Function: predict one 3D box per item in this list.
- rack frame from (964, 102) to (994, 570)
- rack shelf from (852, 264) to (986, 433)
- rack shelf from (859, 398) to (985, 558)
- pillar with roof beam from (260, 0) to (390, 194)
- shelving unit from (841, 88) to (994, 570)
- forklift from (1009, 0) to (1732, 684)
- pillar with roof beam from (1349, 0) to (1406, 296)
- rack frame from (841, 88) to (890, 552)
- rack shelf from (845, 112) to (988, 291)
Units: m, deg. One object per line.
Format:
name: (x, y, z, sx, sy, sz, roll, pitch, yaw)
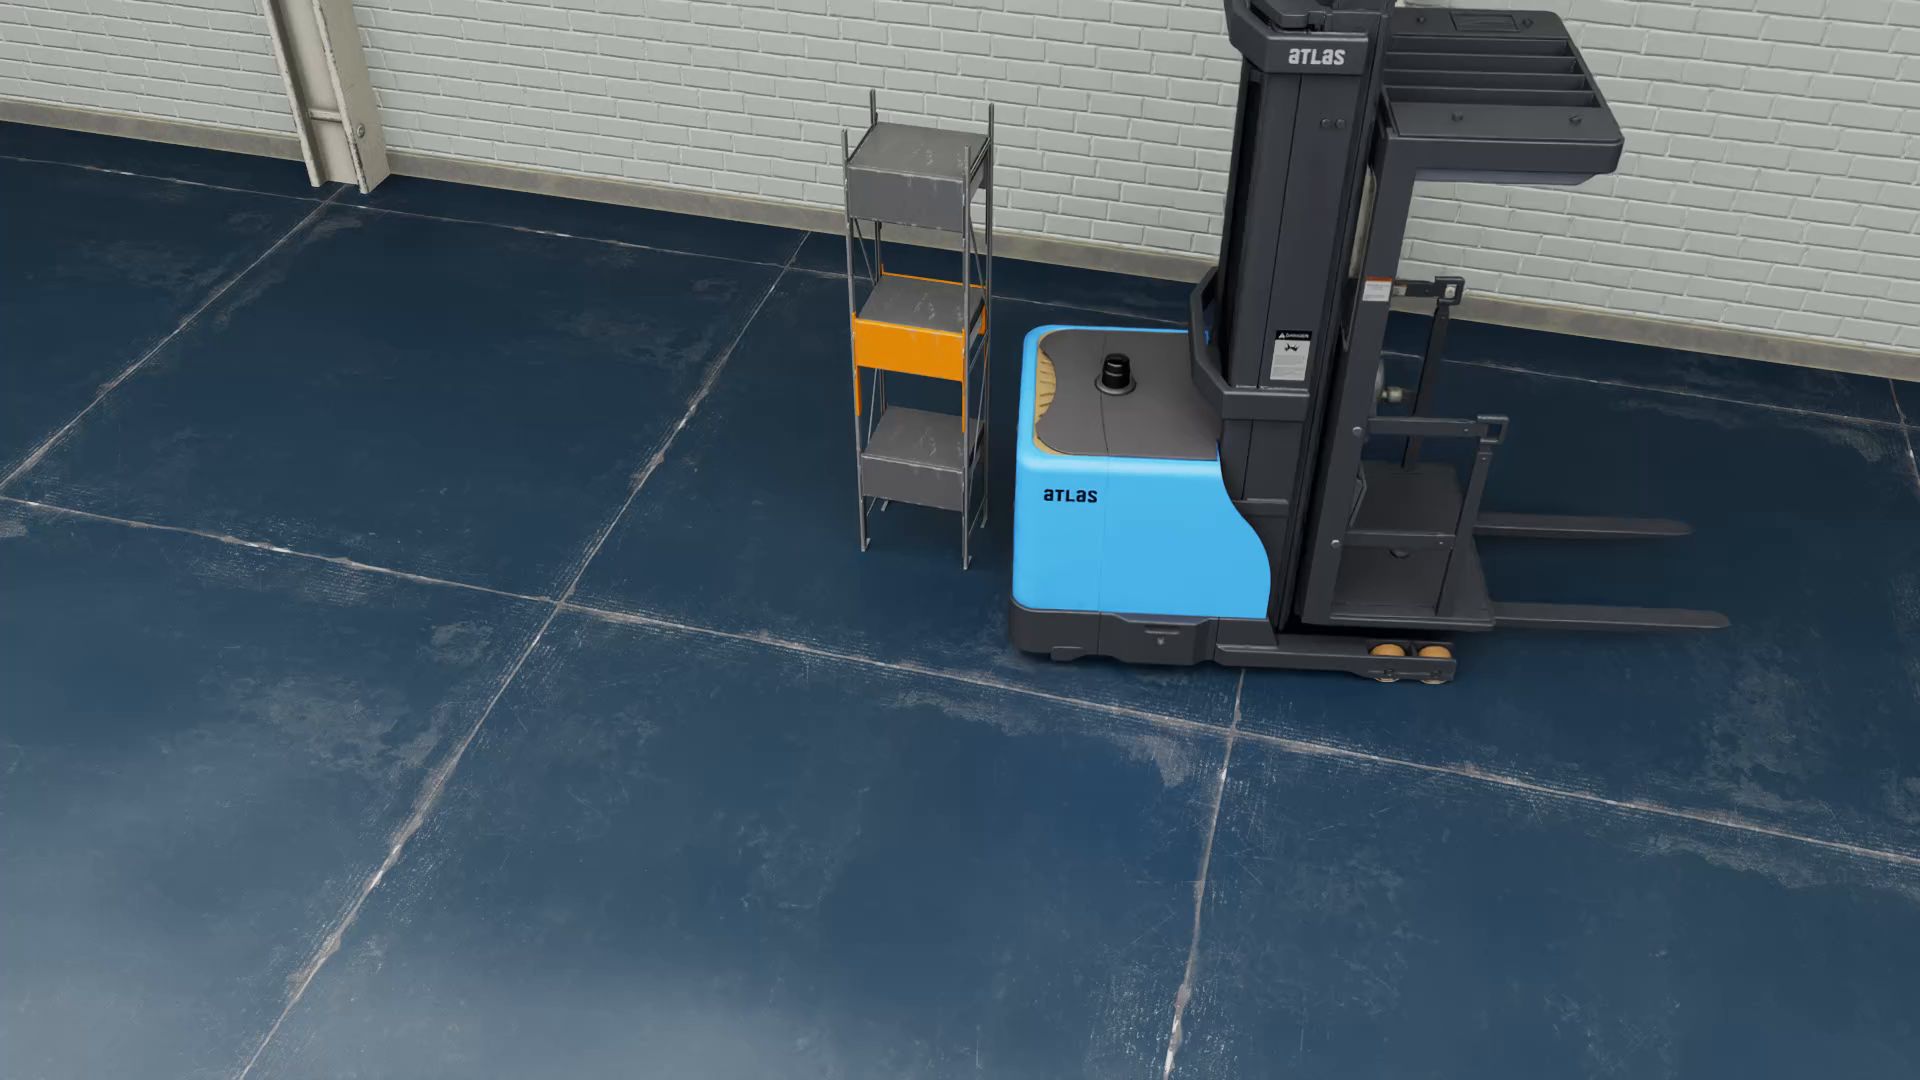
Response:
rack frame: (0.076, -0.791, 7.059, 0.015, 2.100, 0.400, 10, 41, 11)
rack shelf: (-0.160, -0.821, 7.116, 0.480, 0.518, 0.431, 10, 41, 11)
rack shelf: (-0.160, -0.285, 7.566, 0.480, 0.518, 0.431, 10, 41, 11)
pillar with roof beam: (-4.935, -3.047, 4.381, 0.400, 9.000, 9.100, 10, 41, 11)
shelving unit: (-0.160, -0.832, 7.108, 0.503, 2.100, 0.431, 10, 41, 11)
forklift: (1.749, -0.868, 6.504, 3.031, 2.935, 1.130, 2, 40, 3)
pillar with roof beam: (0.862, -2.049, 3.193, 0.400, 9.000, 9.100, 10, 41, 11)
rack frame: (-0.396, -0.872, 7.156, 0.015, 2.100, 0.400, 10, 41, 11)
rack shelf: (-0.160, -1.357, 6.666, 0.480, 0.518, 0.431, 10, 41, 11)
